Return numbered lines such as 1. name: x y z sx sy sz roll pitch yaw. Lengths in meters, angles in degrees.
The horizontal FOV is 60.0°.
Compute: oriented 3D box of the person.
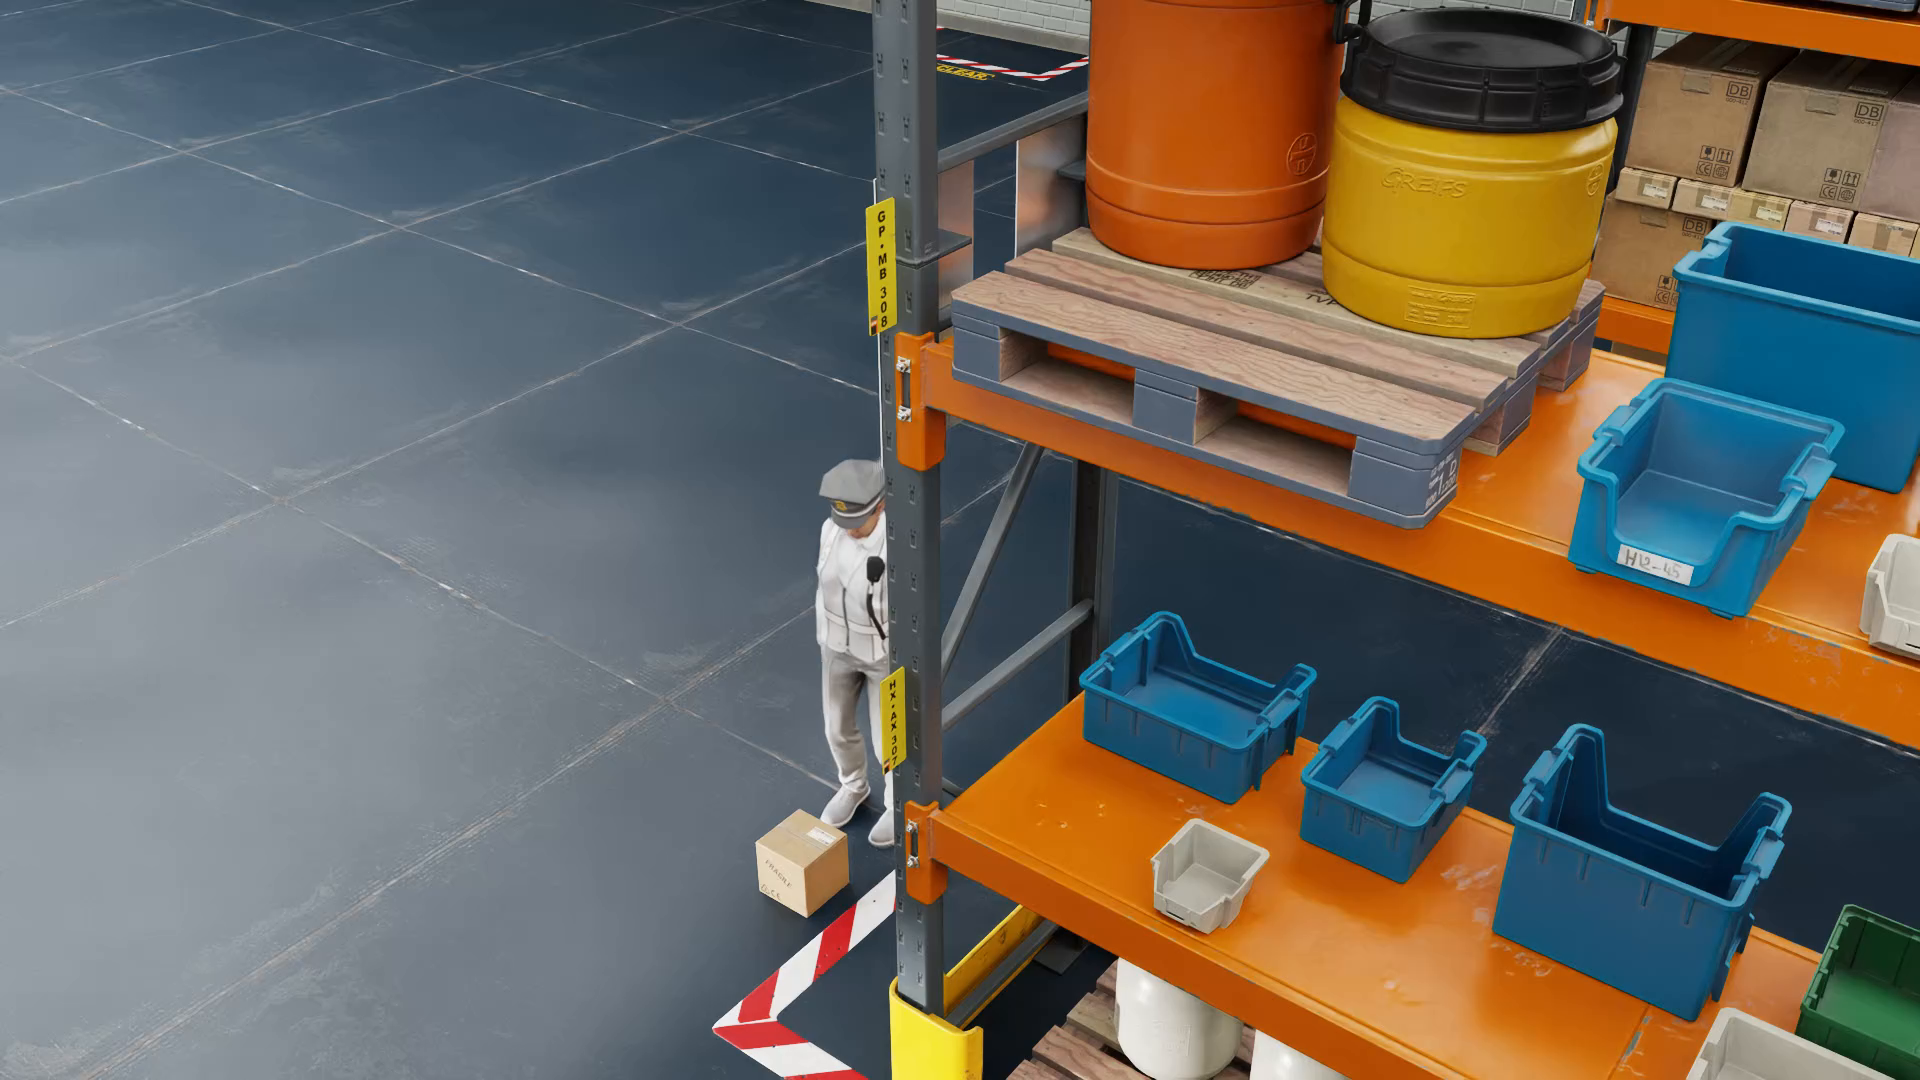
1. person: -0.352 0.455 6.405 0.488 1.647 0.396 18 35 27
